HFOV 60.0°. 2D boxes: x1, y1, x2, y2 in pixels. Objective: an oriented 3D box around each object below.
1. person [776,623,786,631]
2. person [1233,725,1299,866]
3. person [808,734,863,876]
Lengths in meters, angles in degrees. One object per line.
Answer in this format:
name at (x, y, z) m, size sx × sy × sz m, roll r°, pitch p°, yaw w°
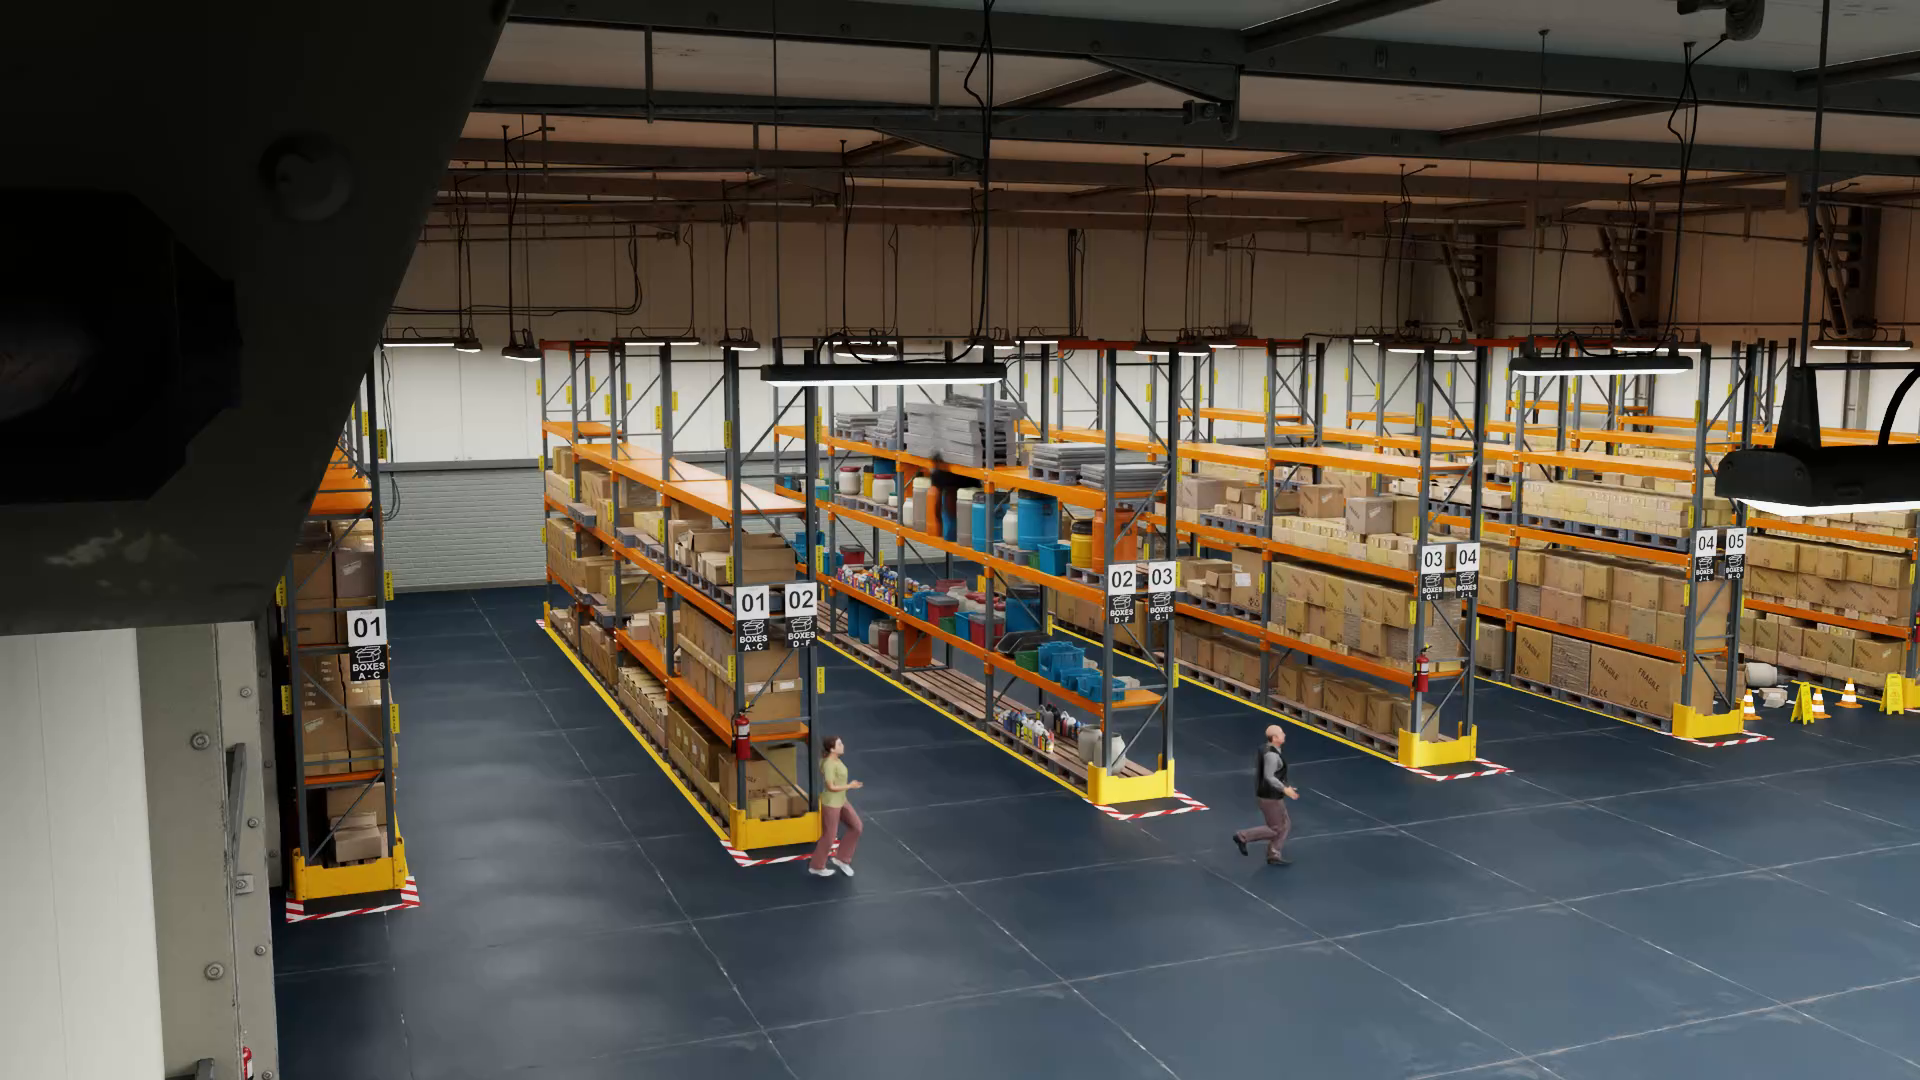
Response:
person at (-3.264, 1.473, 31.113) m, size 0.629 × 1.660 × 0.515 m, roll -3°, pitch 8°, yaw -23°
person at (3.557, 2.986, 19.440) m, size 0.738 × 1.680 × 0.650 m, roll 0°, pitch 7°, yaw 4°
person at (-1.418, 3.047, 19.017) m, size 0.659 × 1.686 × 0.589 m, roll 1°, pitch 8°, yaw 10°
